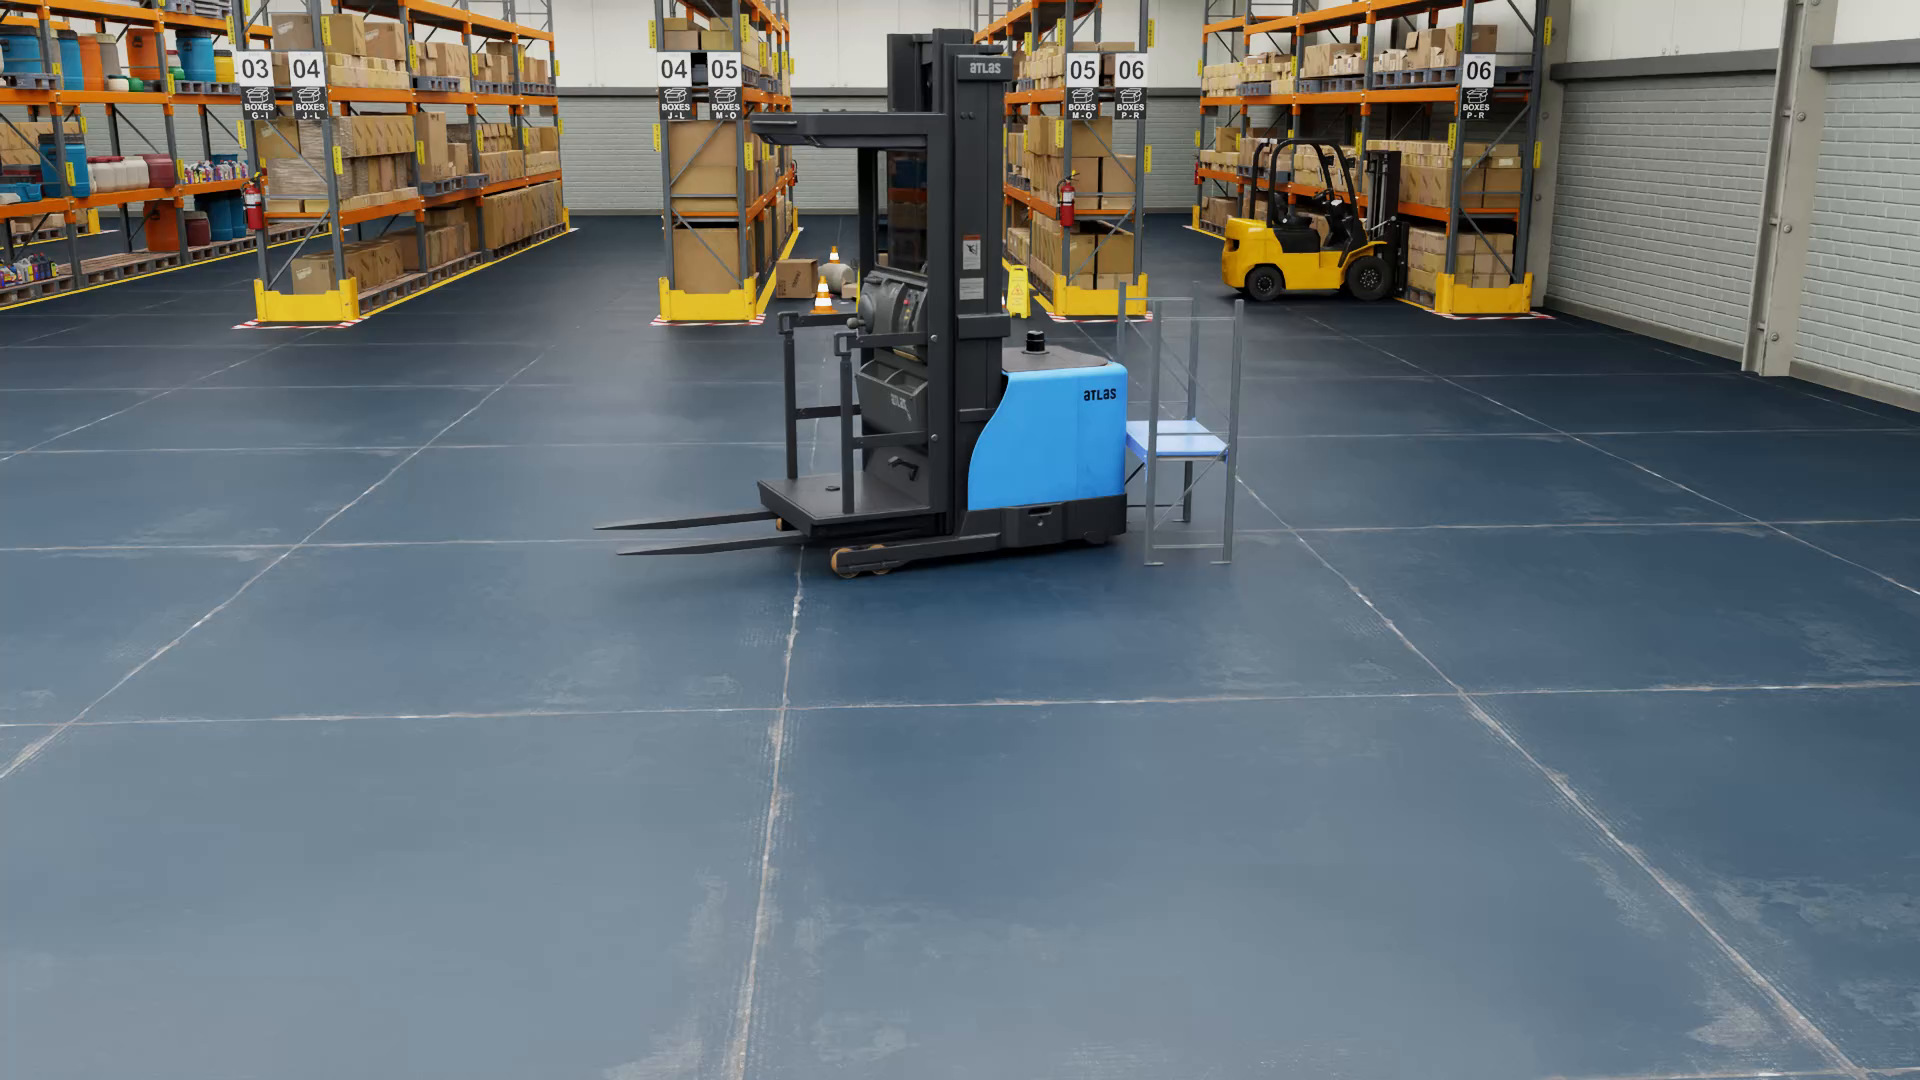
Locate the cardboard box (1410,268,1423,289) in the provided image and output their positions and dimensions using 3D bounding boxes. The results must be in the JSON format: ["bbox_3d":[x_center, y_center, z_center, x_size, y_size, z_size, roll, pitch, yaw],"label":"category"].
[{"bbox_3d":[6.382,-3.518,22.357,0.500,0.250,0.500,-1,14,-3],"label":"cardboard box"}]

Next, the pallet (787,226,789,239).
[{"bbox_3d":[-4.040,-6.336,34.229,1.003,0.211,1.213,-1,14,-3],"label":"pallet"}]

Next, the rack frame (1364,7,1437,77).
[{"bbox_3d":[6.500,-8.311,24.269,1.000,3.000,0.127,-1,14,-3],"label":"rack frame"}]

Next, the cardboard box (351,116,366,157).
[{"bbox_3d":[-7.884,-5.122,21.111,0.500,0.500,0.500,-1,14,-3],"label":"cardboard box"}]

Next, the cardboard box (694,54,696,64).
[{"bbox_3d":[-3.546,-6.081,21.084,0.380,0.149,0.250,-1,14,-3],"label":"cardboard box"}]

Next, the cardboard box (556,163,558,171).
[{"bbox_3d":[-8.720,-7.890,35.175,0.380,0.149,0.250,-1,14,-3],"label":"cardboard box"}]

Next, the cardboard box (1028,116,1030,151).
[{"bbox_3d":[1.357,-5.892,24.102,0.700,0.500,0.500,-1,14,-4],"label":"cardboard box"}]

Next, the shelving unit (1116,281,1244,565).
[{"bbox_3d":[1.255,-0.716,9.789,0.538,1.500,1.048,-1,14,-5],"label":"shelving unit"}]

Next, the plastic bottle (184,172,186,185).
[{"bbox_3d":[-13.221,-6.173,28.257,0.097,0.271,0.097,0,14,0],"label":"plastic bottle"}]

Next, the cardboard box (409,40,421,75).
[{"bbox_3d":[-8.276,-7.000,24.141,0.797,0.503,0.637,-2,15,-6],"label":"cardboard box"}]

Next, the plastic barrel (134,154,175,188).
[{"bbox_3d":[-13.205,-6.049,27.242,0.600,0.536,0.708,-1,14,-3],"label":"plastic barrel"}]

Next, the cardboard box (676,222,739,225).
[{"bbox_3d":[-3.305,-3.793,22.168,0.875,0.875,0.875,-1,14,-4],"label":"cardboard box"}]

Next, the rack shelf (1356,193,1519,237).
[{"bbox_3d":[6.624,-4.560,23.173,1.077,0.370,4.000,-1,14,-3],"label":"rack shelf"}]

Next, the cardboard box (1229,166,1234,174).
[{"bbox_3d":[5.654,-7.478,33.574,0.380,0.149,0.250,-1,14,-2],"label":"cardboard box"}]

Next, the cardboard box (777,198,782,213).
[{"bbox_3d":[-3.520,-6.132,30.506,0.500,0.250,0.500,-2,15,-6],"label":"cardboard box"}]

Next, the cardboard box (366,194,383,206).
[{"bbox_3d":[-7.873,-4.508,22.031,0.380,0.149,0.250,-1,14,-3],"label":"cardboard box"}]

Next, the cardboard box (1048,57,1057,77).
[{"bbox_3d":[1.426,-6.235,21.922,0.500,0.250,0.500,0,14,-2],"label":"cardboard box"}]

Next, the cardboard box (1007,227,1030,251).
[{"bbox_3d":[1.323,-5.113,28.310,0.950,0.372,0.625,-2,15,-7],"label":"cardboard box"}]

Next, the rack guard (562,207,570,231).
[{"bbox_3d":[-9.090,-6.955,36.054,1.175,0.500,0.348,-1,14,-3],"label":"rack guard"}]

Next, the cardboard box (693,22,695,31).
[{"bbox_3d":[-3.548,-6.470,20.992,0.380,0.149,0.250,-1,14,-2],"label":"cardboard box"}]

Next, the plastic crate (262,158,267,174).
[{"bbox_3d":[-13.589,-7.374,32.418,0.402,0.464,0.583,-1,14,-3],"label":"plastic crate"}]

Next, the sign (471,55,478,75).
[{"bbox_3d":[-8.051,-7.881,27.579,0.100,0.325,0.005,-1,14,-3],"label":"sign"}]

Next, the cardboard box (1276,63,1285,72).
[{"bbox_3d":[5.873,-8.459,29.766,0.380,0.149,0.250,-1,14,-5],"label":"cardboard box"}]

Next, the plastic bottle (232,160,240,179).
[{"bbox_3d":[-13.401,-6.841,30.693,0.144,0.351,0.185,-1,14,-3],"label":"plastic bottle"}]

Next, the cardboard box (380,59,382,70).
[{"bbox_3d":[-8.024,-6.409,22.398,0.380,0.149,0.250,0,14,-1],"label":"cardboard box"}]

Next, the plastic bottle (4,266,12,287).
[{"bbox_3d":[-12.870,-3.561,22.441,0.097,0.271,0.097,0,14,0],"label":"plastic bottle"}]

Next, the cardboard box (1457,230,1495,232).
[{"bbox_3d":[6.872,-4.014,22.274,0.500,0.250,0.500,-1,14,-3],"label":"cardboard box"}]

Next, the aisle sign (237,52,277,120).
[{"bbox_3d":[-8.393,-5.419,19.852,0.394,0.787,0.004,-1,14,-3],"label":"aisle sign"}]

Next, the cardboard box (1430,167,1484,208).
[{"bbox_3d":[6.455,-4.578,21.597,0.500,0.500,0.500,-1,14,-5],"label":"cardboard box"}]

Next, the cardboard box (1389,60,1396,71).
[{"bbox_3d":[6.272,-6.681,23.414,0.380,0.149,0.250,0,14,-2],"label":"cardboard box"}]

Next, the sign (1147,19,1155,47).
[{"bbox_3d":[2.335,-6.218,20.398,0.100,0.325,0.005,-1,14,-3],"label":"sign"}]

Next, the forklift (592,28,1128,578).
[{"bbox_3d":[-0.571,-1.357,9.419,3.031,2.935,1.130,-6,16,-23],"label":"forklift"}]

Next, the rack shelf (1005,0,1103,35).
[{"bbox_3d":[1.422,-8.189,26.040,1.077,0.370,4.000,-1,14,-3],"label":"rack shelf"}]

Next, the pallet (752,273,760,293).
[{"bbox_3d":[-3.420,-3.686,23.928,1.003,0.211,1.213,-1,14,-3],"label":"pallet"}]

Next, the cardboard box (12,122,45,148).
[{"bbox_3d":[-18.574,-8.051,33.092,0.500,0.500,0.500,0,14,-2],"label":"cardboard box"}]

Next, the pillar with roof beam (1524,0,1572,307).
[{"bbox_3d":[3.307,-7.437,20.871,9.100,9.000,0.400,-1,14,-3],"label":"pillar with roof beam"}]

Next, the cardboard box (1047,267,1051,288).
[{"bbox_3d":[1.451,-3.531,22.405,0.500,0.250,0.500,-1,14,-3],"label":"cardboard box"}]

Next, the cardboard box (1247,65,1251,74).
[{"bbox_3d":[5.646,-8.912,31.488,0.380,0.149,0.250,-1,14,-4],"label":"cardboard box"}]

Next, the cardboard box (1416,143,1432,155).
[{"bbox_3d":[6.357,-5.255,22.331,0.380,0.149,0.250,-1,14,-2],"label":"cardboard box"}]

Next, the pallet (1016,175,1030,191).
[{"bbox_3d":[1.461,-5.738,26.694,1.003,0.211,1.213,-1,14,-3],"label":"pallet"}]

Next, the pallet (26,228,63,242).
[{"bbox_3d":[-18.849,-6.137,33.456,1.003,0.211,1.213,-1,14,-3],"label":"pallet"}]

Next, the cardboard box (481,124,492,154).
[{"bbox_3d":[-8.660,-7.048,29.187,0.797,0.503,0.637,-1,14,-2],"label":"cardboard box"}]

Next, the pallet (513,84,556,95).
[{"bbox_3d":[-9.032,-9.385,34.640,1.003,0.211,1.213,-1,14,-3],"label":"pallet"}]

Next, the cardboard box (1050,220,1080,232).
[{"bbox_3d":[1.394,-4.168,22.074,0.380,0.149,0.250,0,14,-2],"label":"cardboard box"}]

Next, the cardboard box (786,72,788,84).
[{"bbox_3d":[-3.788,-9.468,34.082,0.500,0.250,0.500,-1,14,-3],"label":"cardboard box"}]

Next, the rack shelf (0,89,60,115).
[{"bbox_3d":[-13.165,-5.706,21.606,1.077,0.370,4.000,-1,14,-3],"label":"rack shelf"}]

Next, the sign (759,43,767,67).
[{"bbox_3d":[-2.835,-6.977,23.907,0.100,0.325,0.005,-1,14,-3],"label":"sign"}]

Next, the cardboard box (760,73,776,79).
[{"bbox_3d":[-3.406,-7.869,28.368,0.500,0.500,0.500,-1,14,-3],"label":"cardboard box"}]

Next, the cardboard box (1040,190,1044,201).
[{"bbox_3d":[1.315,-4.805,23.185,0.380,0.149,0.250,-1,14,-3],"label":"cardboard box"}]

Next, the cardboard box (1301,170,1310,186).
[{"bbox_3d":[6.062,-6.089,27.971,0.500,0.250,0.500,-1,14,-5],"label":"cardboard box"}]

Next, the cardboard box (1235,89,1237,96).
[{"bbox_3d":[5.675,-8.872,32.973,0.380,0.149,0.250,-1,14,-4],"label":"cardboard box"}]

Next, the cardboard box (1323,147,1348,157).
[{"bbox_3d":[6.054,-6.232,26.725,0.380,0.149,0.250,-1,14,-5],"label":"cardboard box"}]
